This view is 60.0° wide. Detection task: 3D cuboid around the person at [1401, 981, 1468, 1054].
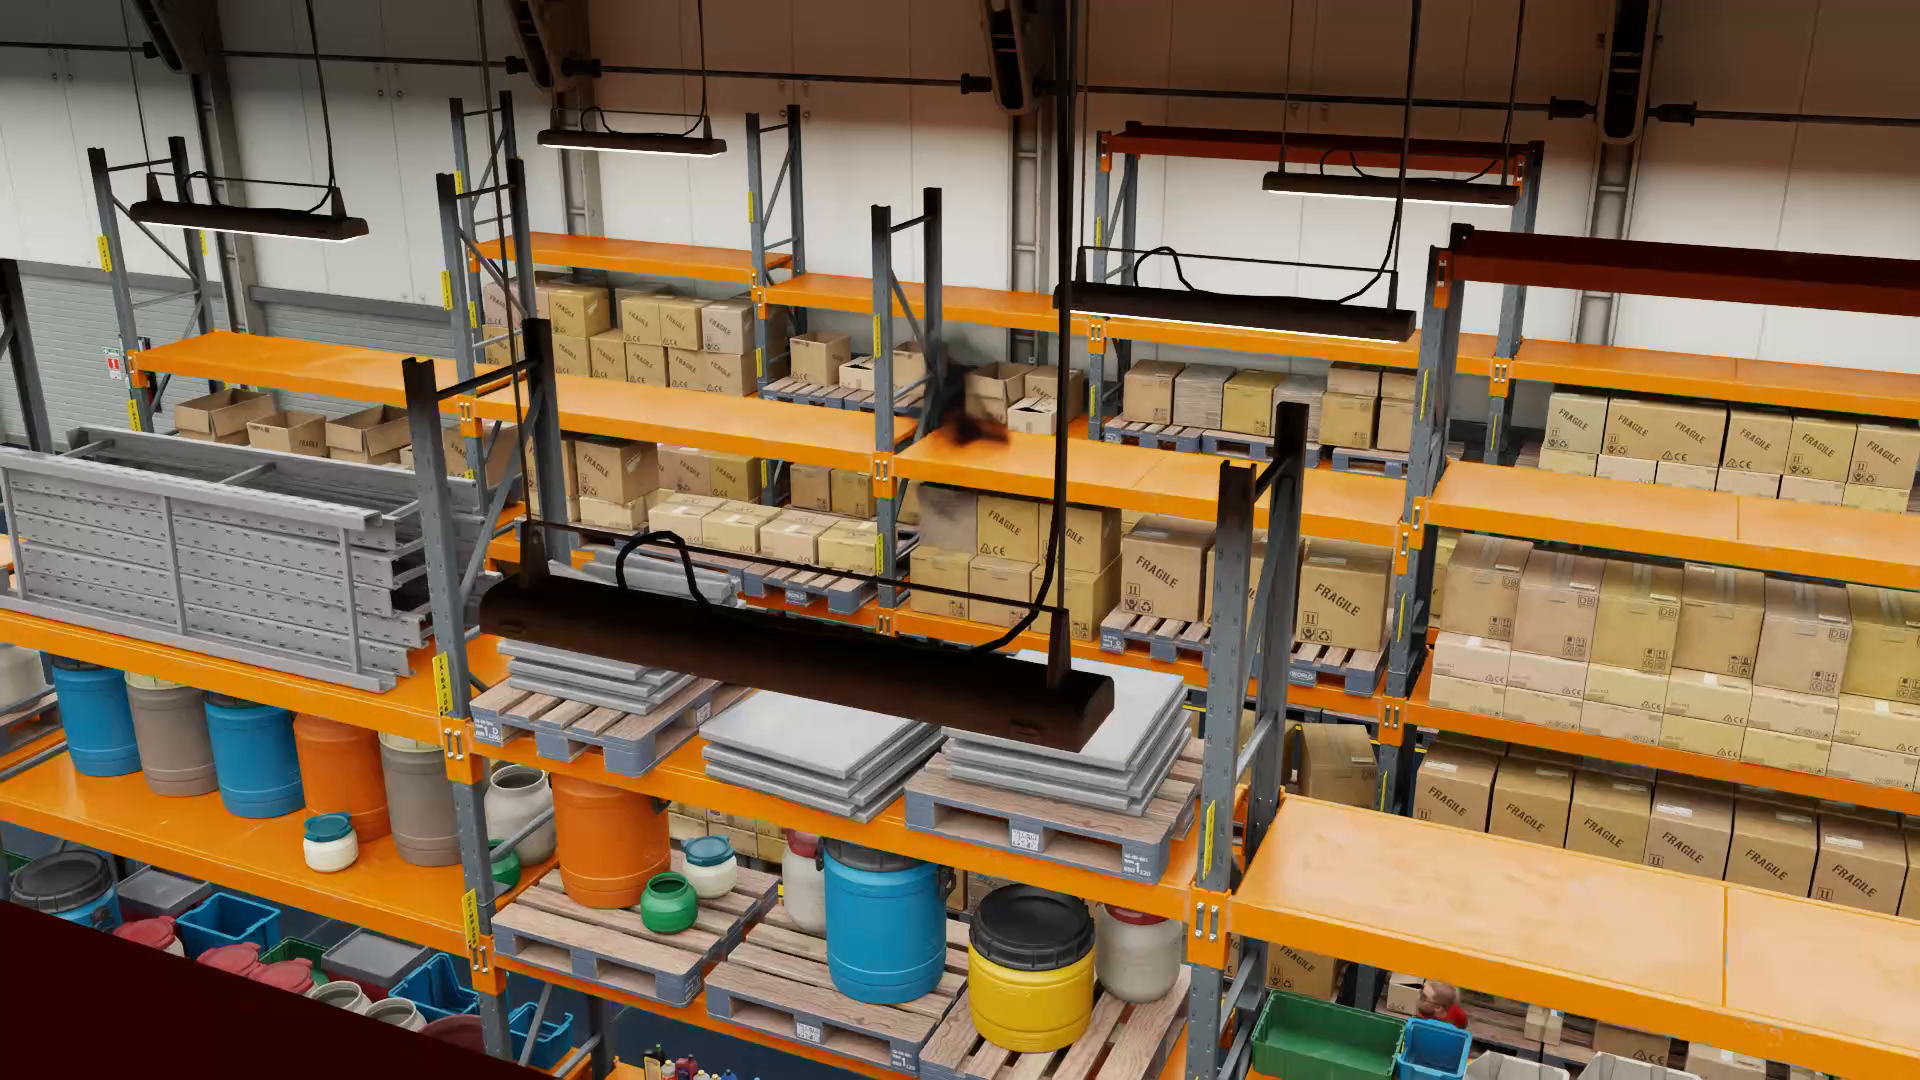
[{"bbox_3d":[2.957,3.578,10.738,0.713,1.747,0.636,3,21,7],"label":"person"}]
